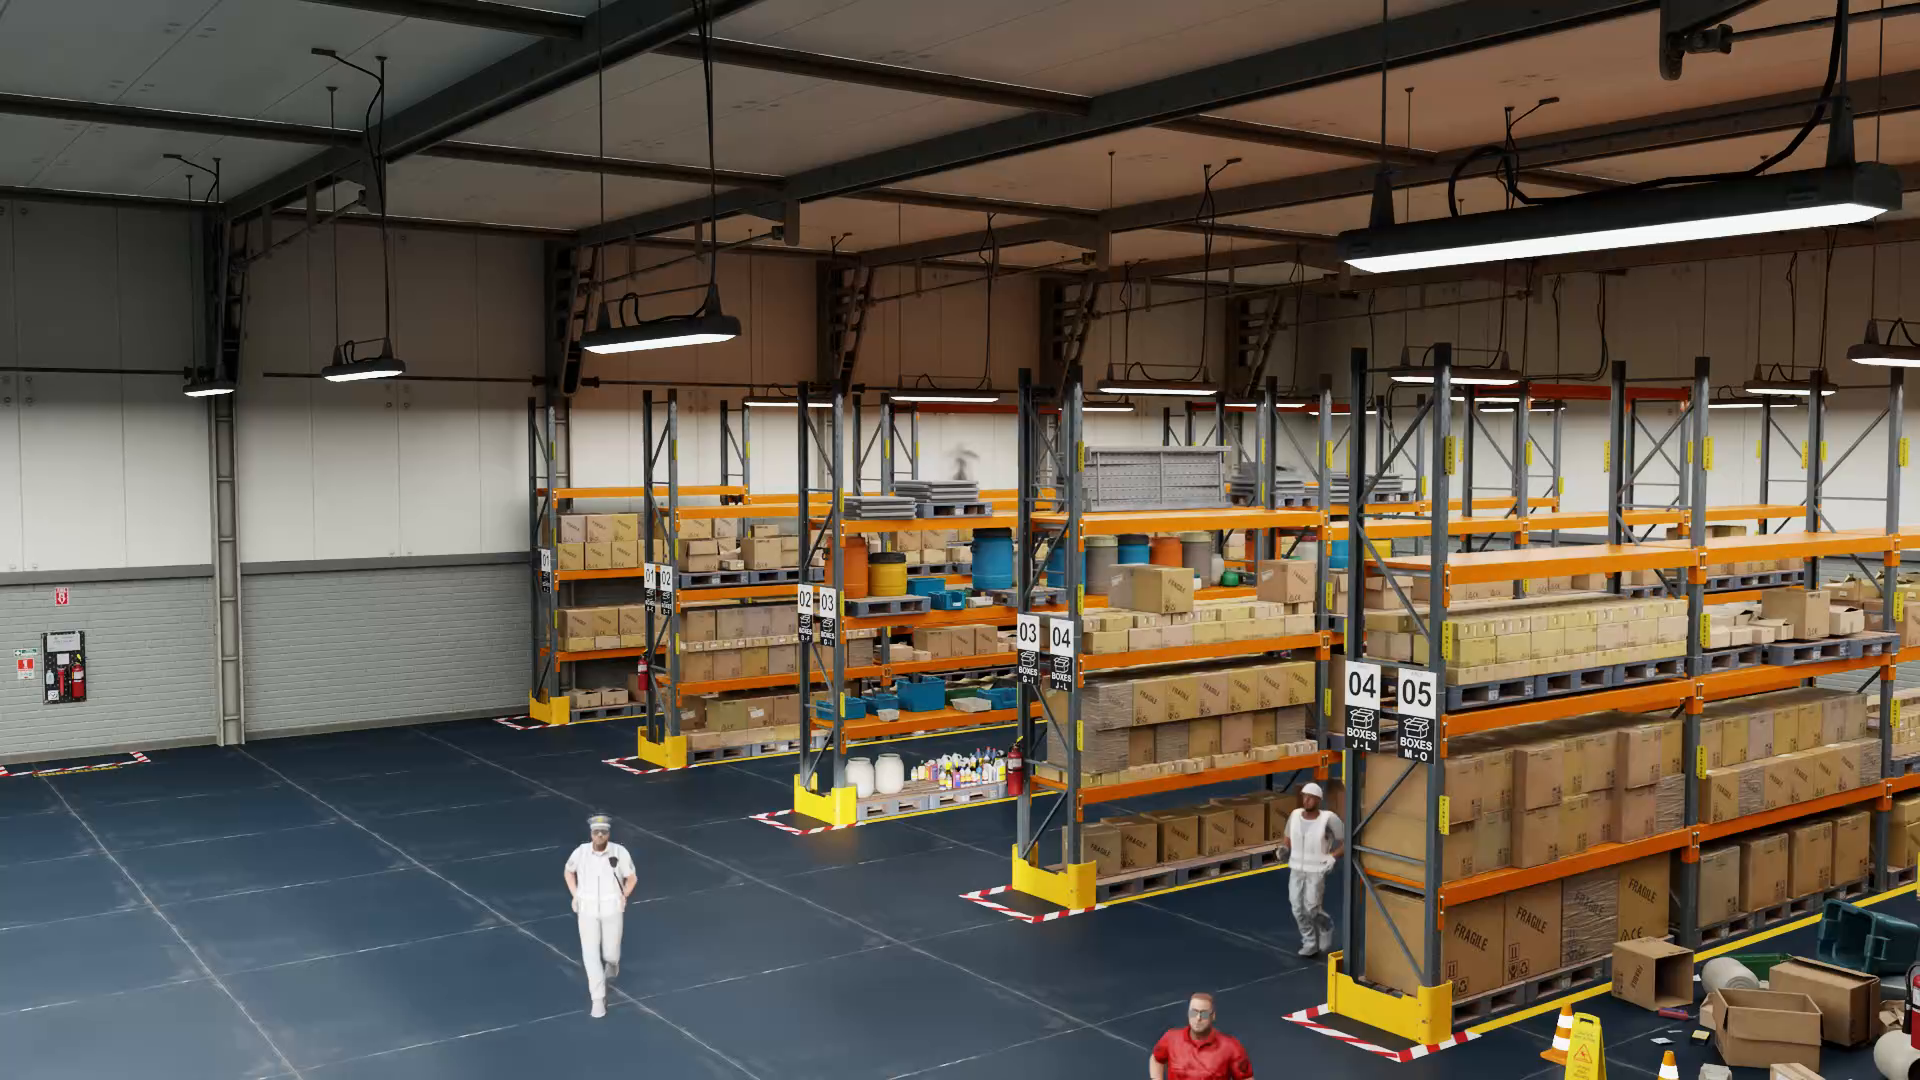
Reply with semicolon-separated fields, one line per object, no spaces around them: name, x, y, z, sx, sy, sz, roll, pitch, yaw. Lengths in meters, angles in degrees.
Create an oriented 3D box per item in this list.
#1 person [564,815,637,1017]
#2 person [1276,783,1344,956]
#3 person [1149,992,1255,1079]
person;-3.308;3.396;15.302;0.663;1.776;0.843;-1;3;-9
person;3.484;3.305;16.631;0.672;1.736;0.599;3;4;40
person;1.502;3.683;10.430;0.691;1.701;0.886;1;4;16
